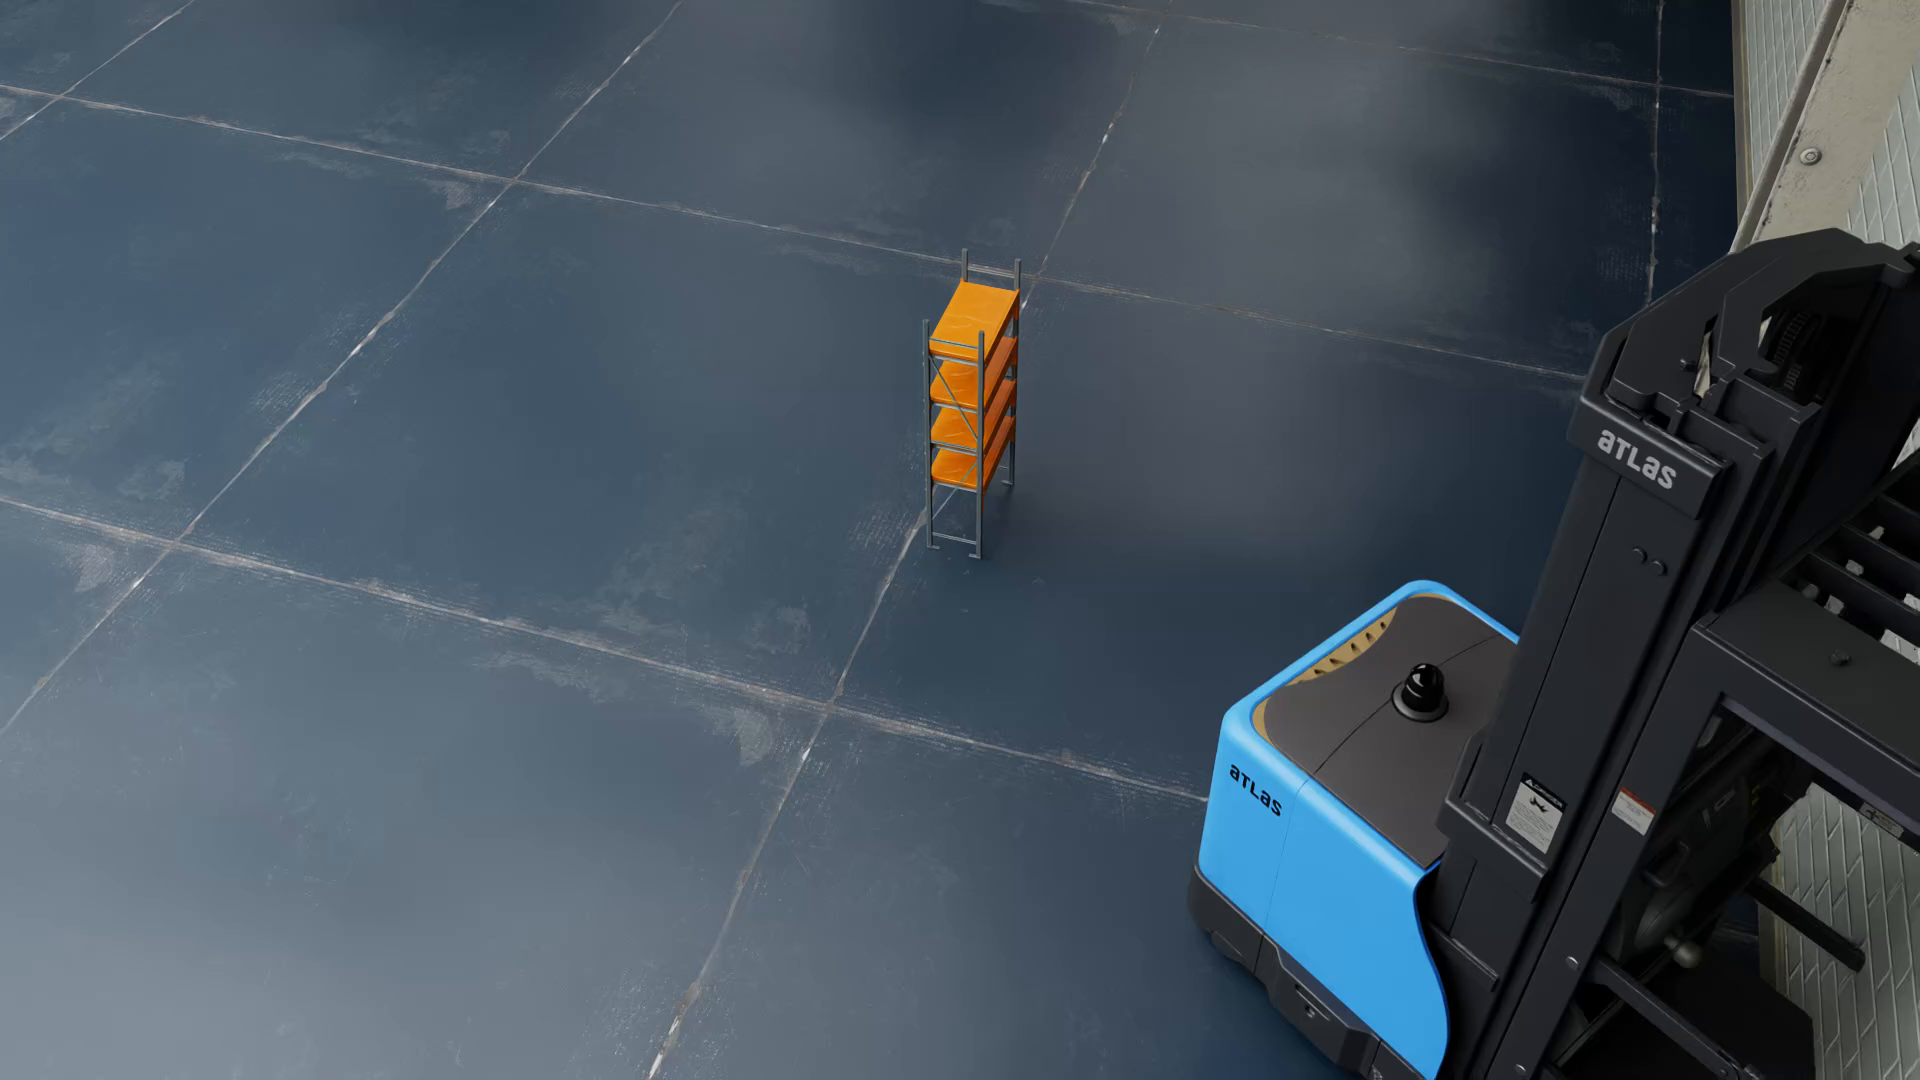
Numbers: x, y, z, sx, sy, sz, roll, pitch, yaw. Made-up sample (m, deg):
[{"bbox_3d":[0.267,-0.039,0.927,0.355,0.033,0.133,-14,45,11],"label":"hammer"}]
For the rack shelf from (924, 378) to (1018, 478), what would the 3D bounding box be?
[{"bbox_3d":[0.050,-0.491,6.889,0.258,0.148,0.480,13,46,13],"label":"rack shelf"}]

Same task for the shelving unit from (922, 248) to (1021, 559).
[{"bbox_3d":[0.050,-0.539,6.842,0.258,1.200,0.503,13,46,13],"label":"shelving unit"}]

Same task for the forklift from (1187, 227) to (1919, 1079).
[{"bbox_3d":[2.111,0.836,4.199,1.130,2.935,3.031,-30,52,-27],"label":"forklift"}]

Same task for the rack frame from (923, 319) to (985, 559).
[{"bbox_3d":[-0.024,-0.377,6.676,0.240,1.200,0.015,13,46,13],"label":"rack frame"}]

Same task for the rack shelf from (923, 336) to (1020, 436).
[{"bbox_3d":[0.050,-0.651,6.733,0.258,0.148,0.480,13,46,13],"label":"rack shelf"}]

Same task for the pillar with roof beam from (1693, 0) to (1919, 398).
[{"bbox_3d":[-0.545,-4.778,5.598,9.100,9.000,0.400,13,46,13],"label":"pillar with roof beam"}]

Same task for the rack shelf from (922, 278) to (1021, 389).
[{"bbox_3d":[0.050,-0.820,6.567,0.258,0.148,0.480,13,46,13],"label":"rack shelf"}]

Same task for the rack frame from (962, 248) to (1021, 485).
[{"bbox_3d":[0.124,-0.702,7.008,0.240,1.200,0.015,13,46,13],"label":"rack frame"}]

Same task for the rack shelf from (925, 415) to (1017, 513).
[{"bbox_3d":[0.050,-0.349,7.028,0.258,0.148,0.480,13,46,13],"label":"rack shelf"}]
